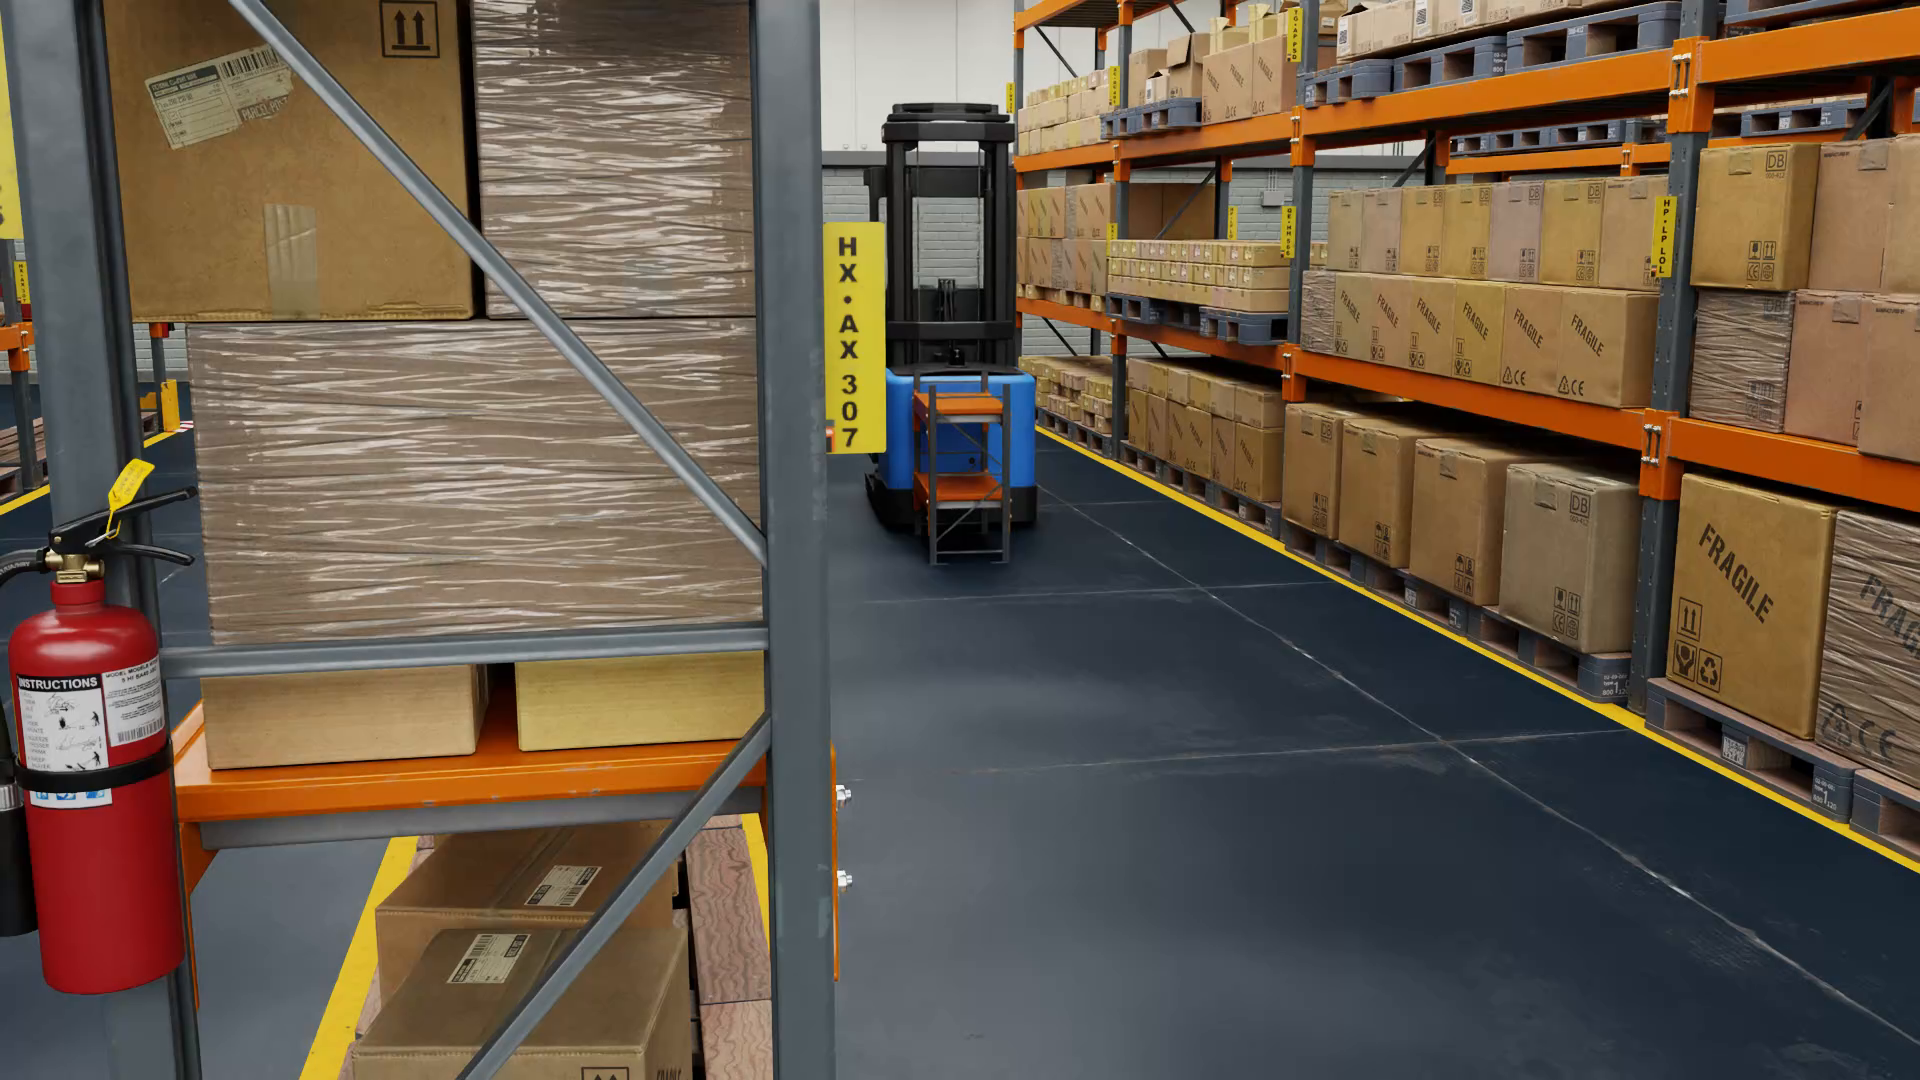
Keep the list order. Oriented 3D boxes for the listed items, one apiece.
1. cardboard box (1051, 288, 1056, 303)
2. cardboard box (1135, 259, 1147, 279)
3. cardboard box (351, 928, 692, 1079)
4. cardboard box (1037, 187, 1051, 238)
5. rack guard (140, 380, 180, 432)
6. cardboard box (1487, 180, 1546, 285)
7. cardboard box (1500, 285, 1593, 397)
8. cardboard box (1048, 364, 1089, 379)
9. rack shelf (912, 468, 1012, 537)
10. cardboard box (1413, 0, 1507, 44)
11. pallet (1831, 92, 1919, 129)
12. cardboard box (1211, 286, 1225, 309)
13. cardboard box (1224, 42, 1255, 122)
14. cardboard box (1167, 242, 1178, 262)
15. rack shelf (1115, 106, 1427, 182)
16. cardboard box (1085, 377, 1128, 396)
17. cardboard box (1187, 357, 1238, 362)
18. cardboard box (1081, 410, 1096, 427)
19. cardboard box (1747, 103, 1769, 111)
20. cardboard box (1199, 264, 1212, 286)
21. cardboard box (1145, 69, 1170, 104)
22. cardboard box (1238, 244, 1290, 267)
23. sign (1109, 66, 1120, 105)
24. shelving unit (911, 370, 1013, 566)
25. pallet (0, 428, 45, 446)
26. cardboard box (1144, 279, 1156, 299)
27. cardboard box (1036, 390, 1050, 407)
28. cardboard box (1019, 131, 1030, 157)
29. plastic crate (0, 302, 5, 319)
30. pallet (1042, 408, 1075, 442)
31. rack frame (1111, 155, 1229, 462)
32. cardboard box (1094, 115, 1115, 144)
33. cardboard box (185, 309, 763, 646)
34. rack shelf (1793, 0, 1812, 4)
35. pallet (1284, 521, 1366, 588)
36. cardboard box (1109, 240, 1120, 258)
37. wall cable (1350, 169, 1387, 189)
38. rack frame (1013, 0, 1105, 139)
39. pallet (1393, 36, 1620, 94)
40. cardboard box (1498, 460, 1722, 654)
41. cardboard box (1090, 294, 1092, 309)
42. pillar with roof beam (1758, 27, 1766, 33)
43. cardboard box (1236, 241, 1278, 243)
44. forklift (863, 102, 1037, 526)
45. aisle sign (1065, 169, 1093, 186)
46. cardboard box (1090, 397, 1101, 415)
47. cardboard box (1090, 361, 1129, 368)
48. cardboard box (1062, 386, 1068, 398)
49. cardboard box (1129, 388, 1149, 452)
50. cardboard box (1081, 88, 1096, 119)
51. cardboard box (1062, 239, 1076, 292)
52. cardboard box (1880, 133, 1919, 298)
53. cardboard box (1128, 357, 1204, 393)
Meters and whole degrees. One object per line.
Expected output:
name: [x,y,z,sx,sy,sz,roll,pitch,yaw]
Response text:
cardboard box: [1.150,-2.505,17.007,0.380,0.149,0.250,-2,11,-12]
cardboard box: [1.643,-2.200,13.484,0.380,0.149,0.250,-3,11,-13]
cardboard box: [-0.793,1.067,3.130,0.500,0.500,0.500,0,11,0]
cardboard box: [1.096,-3.342,16.994,0.500,0.500,0.500,-2,11,-12]
rack guard: [-8.675,-1.370,17.056,1.175,0.500,0.348,-2,11,-11]
cardboard box: [3.117,-1.553,8.392,0.700,0.500,0.500,-2,11,-11]
cardboard box: [2.957,-0.963,7.964,0.500,0.500,0.500,-2,11,-12]
cardboard box: [1.123,-1.735,17.198,0.380,0.149,0.250,-2,11,-9]
rack shelf: [-0.001,-0.255,10.835,0.538,0.278,1.000,-1,11,-7]
cardboard box: [2.764,-2.827,8.852,0.500,0.311,0.500,-2,11,-12]
pallet: [7.300,-3.164,12.280,1.213,0.211,1.003,-2,11,-8]
cardboard box: [1.997,-1.718,11.749,0.380,0.149,0.250,-2,11,-10]
cardboard box: [2.171,-3.178,11.581,0.500,0.500,0.500,-2,11,-11]
cardboard box: [1.797,-2.202,12.700,0.380,0.149,0.250,-2,11,-9]
rack shelf: [2.252,-2.955,12.603,1.077,0.370,4.000,-2,11,-11]
cardboard box: [1.395,-1.447,15.686,0.380,0.149,0.250,-2,11,-12]
cardboard box: [2.256,-1.421,14.199,0.500,0.250,0.500,-2,11,-13]
cardboard box: [1.370,-1.164,15.793,0.380,0.149,0.250,-2,11,-13]
cardboard box: [6.711,-3.667,13.652,0.396,0.266,0.258,-1,11,-6]
cardboard box: [1.943,-1.915,11.986,0.380,0.149,0.250,-2,11,-11]
cardboard box: [1.828,-3.669,13.544,0.500,0.311,0.500,-2,11,-12]
cardboard box: [2.096,-1.917,11.203,0.380,0.149,0.250,-3,11,-13]
sign: [1.333,-3.908,14.304,0.100,0.325,0.005,-2,11,-11]
shelving unit: [-0.001,-0.495,10.789,0.538,1.125,1.048,-1,11,-7]
pallet: [-8.302,-0.848,15.087,1.003,0.211,1.213,-2,11,-11]
cardboard box: [1.691,-2.007,13.266,0.380,0.149,0.250,-3,11,-14]
cardboard box: [1.002,-1.493,17.518,0.380,0.149,0.250,-2,11,-10]
cardboard box: [0.922,-4.244,17.850,0.500,0.250,0.500,-2,11,-9]
plastic crate: [-7.830,-1.851,13.442,0.396,0.136,0.243,-2,11,-11]
pallet: [1.457,-1.178,16.823,1.003,0.211,1.213,-2,11,-11]
rack frame: [1.863,-2.202,14.744,1.000,3.000,0.127,-2,11,-11]
cardboard box: [1.503,-3.682,14.899,0.500,0.250,0.500,-2,11,-10]
cardboard box: [-0.768,-0.137,2.828,0.875,0.500,0.500,-2,11,-11]
rack shelf: [7.088,-4.431,13.404,1.077,0.370,4.000,-2,11,-11]
pallet: [2.721,0.049,10.376,1.003,0.211,1.213,-2,11,-11]
cardboard box: [1.489,-2.488,14.205,0.380,0.149,0.250,-2,11,-8]
wall cable: [6.190,-4.720,25.258,0.588,1.984,0.122,-2,11,-11]
rack frame: [1.085,-5.883,18.037,1.000,3.000,0.127,-2,11,-11]
pallet: [3.039,-2.528,8.939,1.003,0.211,1.213,-2,11,-8]
cardboard box: [3.210,0.053,7.787,1.050,0.750,0.750,-2,11,-11]
cardboard box: [1.428,-2.217,15.494,0.380,0.149,0.250,-2,11,-9]
pillar with roof beam: [6.926,-6.633,21.980,9.100,9.000,0.400,-2,11,-11]
cardboard box: [2.386,-2.272,13.067,0.380,0.149,0.250,-3,11,-14]
forklift: [-0.154,-1.768,12.647,1.130,2.935,3.031,-1,11,-7]
aisle sign: [1.365,-4.237,18.483,0.394,0.787,0.004,-2,11,-11]
cardboard box: [1.425,-1.249,15.444,0.380,0.149,0.250,-3,11,-14]
cardboard box: [1.593,-1.805,17.568,0.380,0.149,0.250,-3,11,-13]
cardboard box: [1.249,-1.544,16.991,0.380,0.149,0.250,-2,11,-8]
cardboard box: [1.747,-1.035,14.176,0.500,0.500,0.500,-2,11,-9]
cardboard box: [1.434,-4.019,15.331,0.500,0.250,0.500,-3,11,-13]
cardboard box: [1.297,-2.662,16.099,0.500,0.500,0.500,-2,11,-11]
cardboard box: [3.648,-1.069,5.504,0.875,0.550,0.550,-2,11,-11]
cardboard box: [1.748,-1.404,14.106,0.500,0.250,0.500,-3,11,-14]
